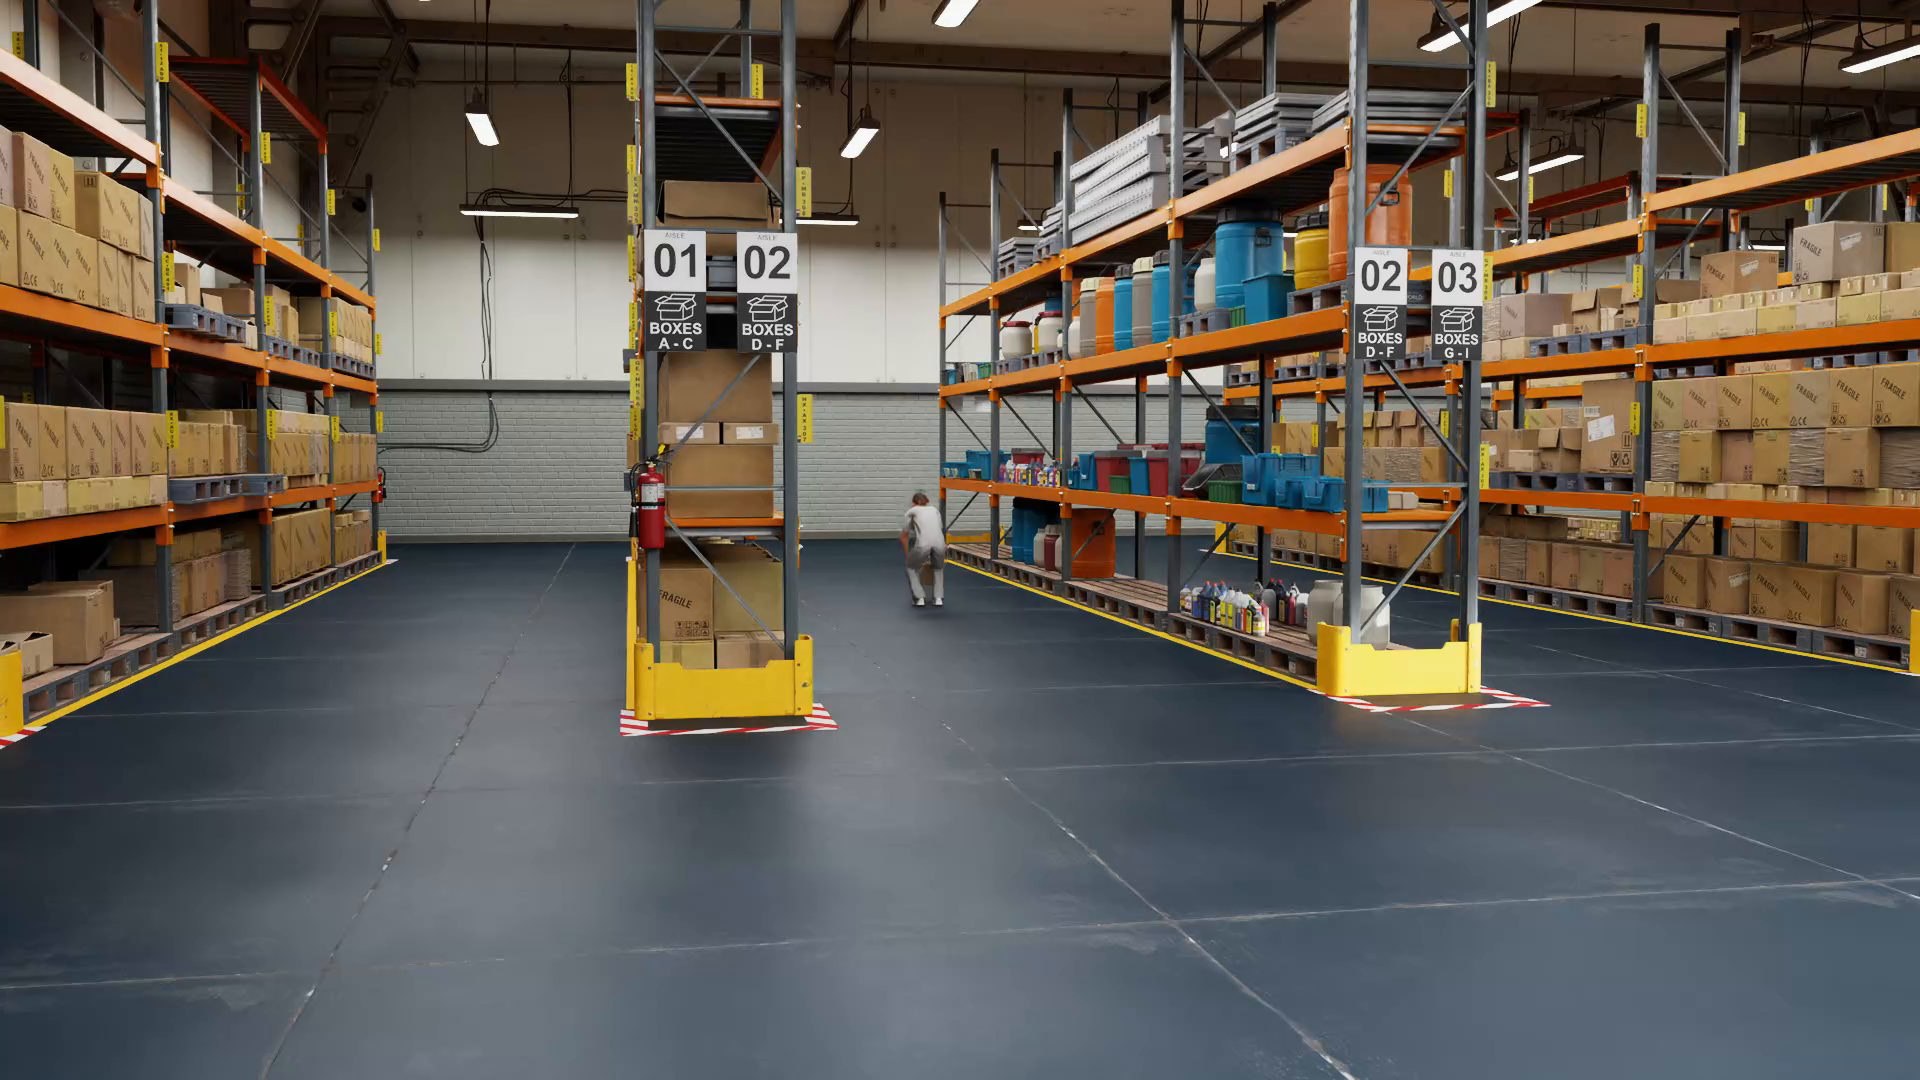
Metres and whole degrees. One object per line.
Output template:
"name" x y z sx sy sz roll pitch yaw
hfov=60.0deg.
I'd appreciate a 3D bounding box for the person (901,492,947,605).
"person" -0.415 0.101 18.993 0.493 1.278 0.693 -1 3 -11
